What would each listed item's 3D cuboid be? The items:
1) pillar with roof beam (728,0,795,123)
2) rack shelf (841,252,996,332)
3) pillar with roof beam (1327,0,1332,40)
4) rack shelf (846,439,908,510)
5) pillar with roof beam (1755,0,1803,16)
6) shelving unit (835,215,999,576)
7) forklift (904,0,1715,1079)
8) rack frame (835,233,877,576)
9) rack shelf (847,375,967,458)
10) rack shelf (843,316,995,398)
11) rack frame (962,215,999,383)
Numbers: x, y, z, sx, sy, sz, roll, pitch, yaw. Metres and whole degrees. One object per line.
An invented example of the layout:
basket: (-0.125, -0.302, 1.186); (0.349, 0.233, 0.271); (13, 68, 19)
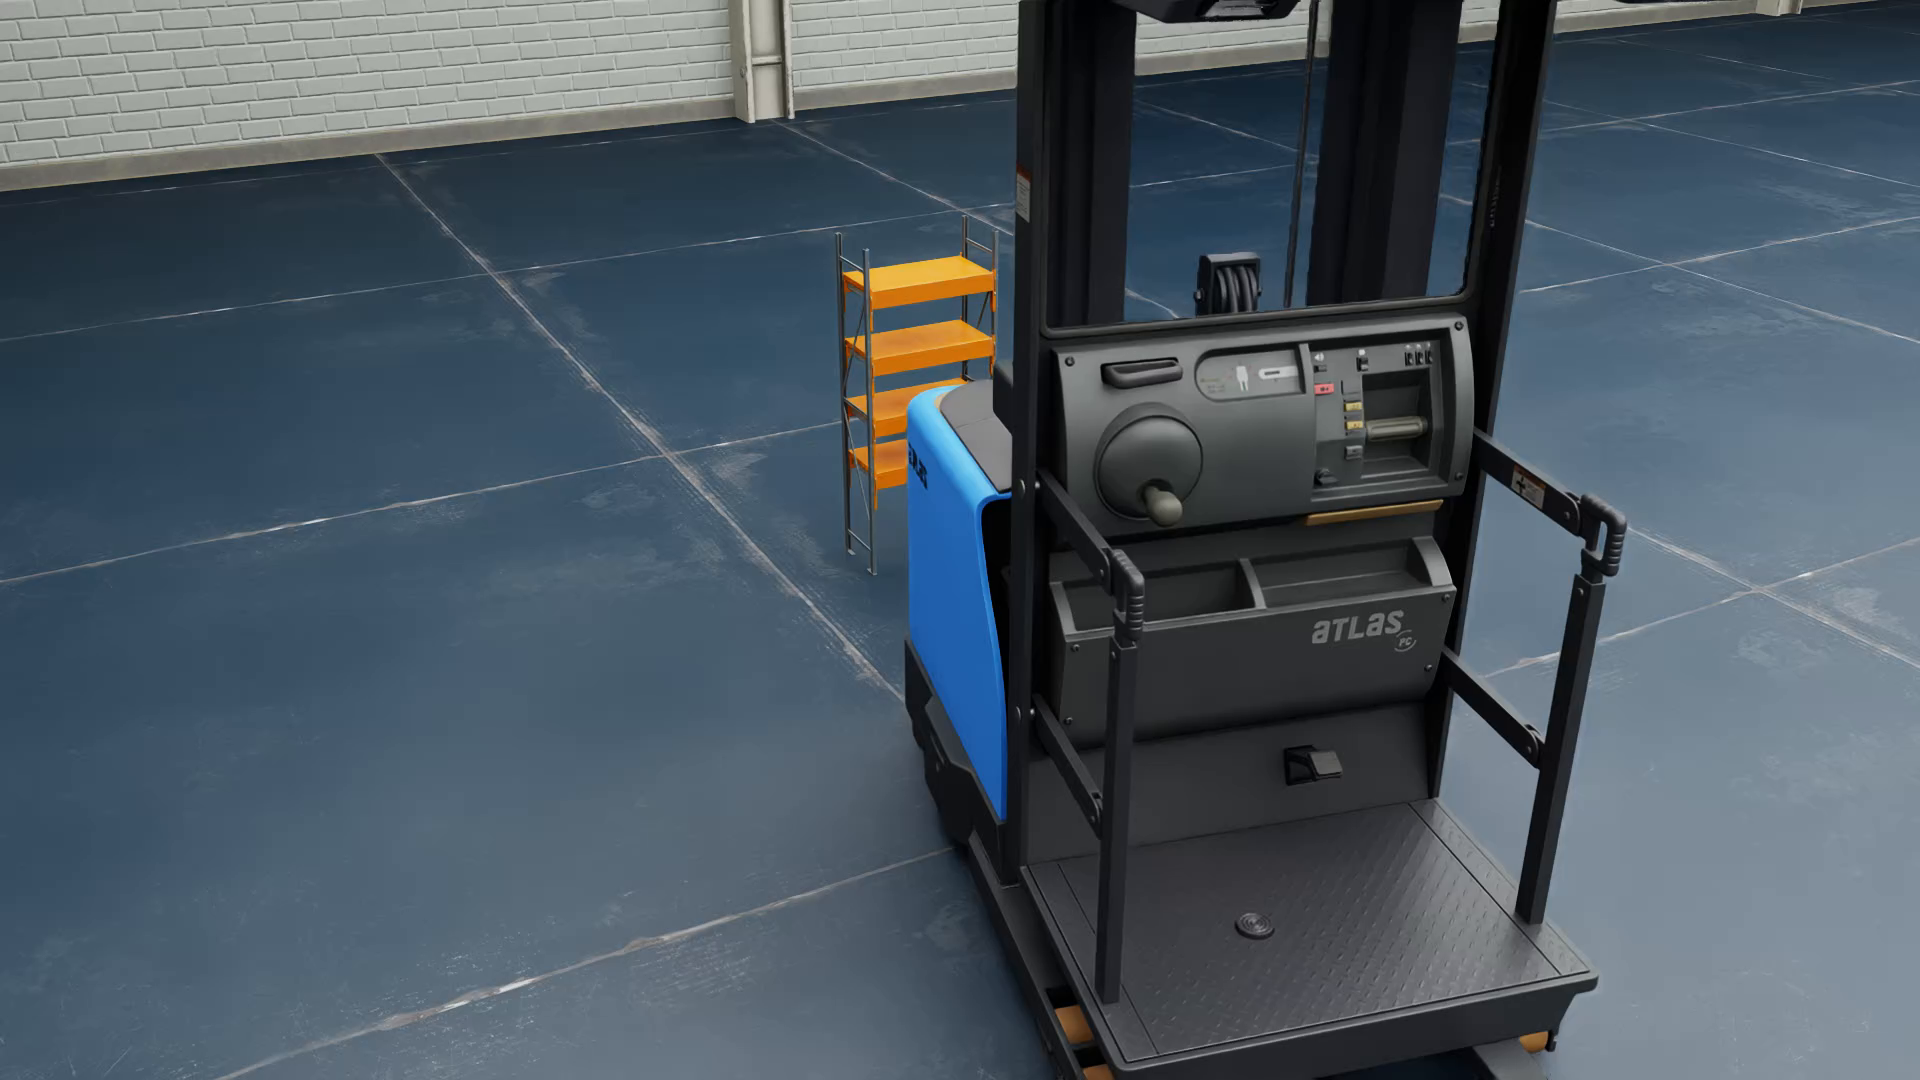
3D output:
pillar with roof beam: (0.464, -5.793, 7.919); (0.400, 9.000, 9.100); (-13, 29, -25)
rack shelf: (-0.146, -0.861, 5.750); (0.480, 0.148, 0.258); (-13, 29, -25)
pillar with roof beam: (5.759, -7.015, 10.464); (0.400, 9.000, 9.100); (-13, 29, -25)
rack shelf: (-0.146, -0.268, 6.035); (0.480, 0.148, 0.258); (-13, 29, -25)
pillar with roof beam: (11.053, -8.237, 13.009); (0.400, 9.000, 9.100); (-13, 29, -25)
shelving unit: (-0.146, -0.507, 5.920); (0.503, 1.200, 0.258); (-13, 29, -25)
forklift: (0.711, -0.218, 3.317); (1.130, 2.935, 3.031); (-7, 26, -14)
rack frame: (-0.361, -0.457, 5.817); (0.015, 1.200, 0.240); (-13, 29, -25)
rack shelf: (-0.146, -0.447, 5.949); (0.480, 0.148, 0.258); (-13, 29, -25)
rack shelf: (-0.146, -0.648, 5.852); (0.480, 0.148, 0.258); (-13, 29, -25)
rack frame: (0.069, -0.557, 6.024); (0.015, 1.200, 0.240); (-13, 29, -25)
